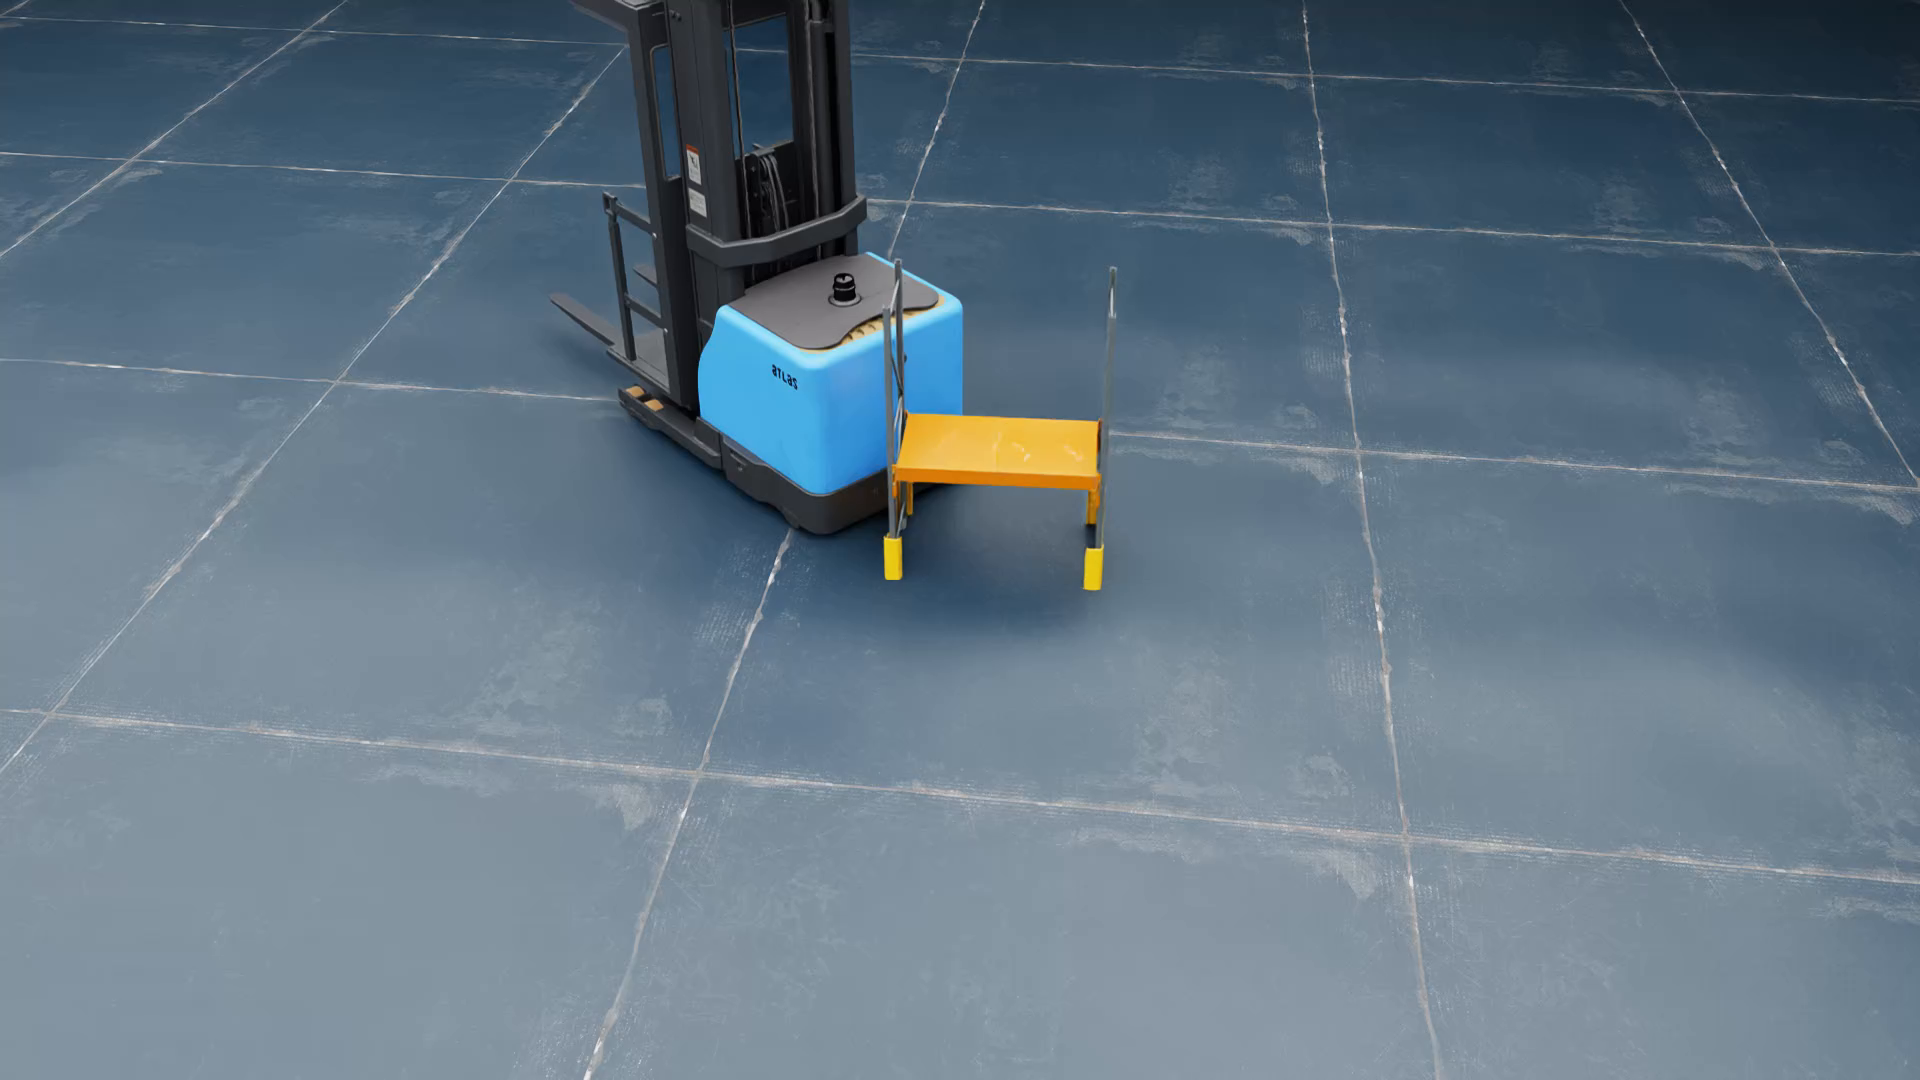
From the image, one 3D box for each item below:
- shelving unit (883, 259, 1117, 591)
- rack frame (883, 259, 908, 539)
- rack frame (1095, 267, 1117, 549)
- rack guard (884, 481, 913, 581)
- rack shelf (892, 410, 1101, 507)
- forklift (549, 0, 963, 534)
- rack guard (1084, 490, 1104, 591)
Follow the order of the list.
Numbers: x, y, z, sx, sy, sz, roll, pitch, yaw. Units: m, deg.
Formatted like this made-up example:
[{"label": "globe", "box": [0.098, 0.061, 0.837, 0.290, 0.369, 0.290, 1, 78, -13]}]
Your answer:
[{"label": "shelving unit", "box": [0.185, -0.553, 8.091, 1.083, 1.500, 0.587, 3, 36, 4]}, {"label": "rack frame", "box": [-0.312, -0.578, 8.125, 0.032, 1.500, 0.500, 3, 36, 4]}, {"label": "rack frame", "box": [0.701, -0.528, 8.055, 0.032, 1.500, 0.500, 3, 36, 4]}, {"label": "rack guard", "box": [-0.311, -0.069, 8.488, 0.087, 0.250, 0.587, 3, 36, 4]}, {"label": "rack shelf", "box": [0.194, -0.406, 8.195, 1.000, 0.185, 0.538, 3, 36, 4]}, {"label": "forklift", "box": [-1.317, -2.000, 8.887, 1.130, 2.935, 3.031, -27, 43, -32]}, {"label": "rack guard", "box": [0.681, -0.020, 8.420, 0.087, 0.250, 0.587, 3, 36, 4]}]
